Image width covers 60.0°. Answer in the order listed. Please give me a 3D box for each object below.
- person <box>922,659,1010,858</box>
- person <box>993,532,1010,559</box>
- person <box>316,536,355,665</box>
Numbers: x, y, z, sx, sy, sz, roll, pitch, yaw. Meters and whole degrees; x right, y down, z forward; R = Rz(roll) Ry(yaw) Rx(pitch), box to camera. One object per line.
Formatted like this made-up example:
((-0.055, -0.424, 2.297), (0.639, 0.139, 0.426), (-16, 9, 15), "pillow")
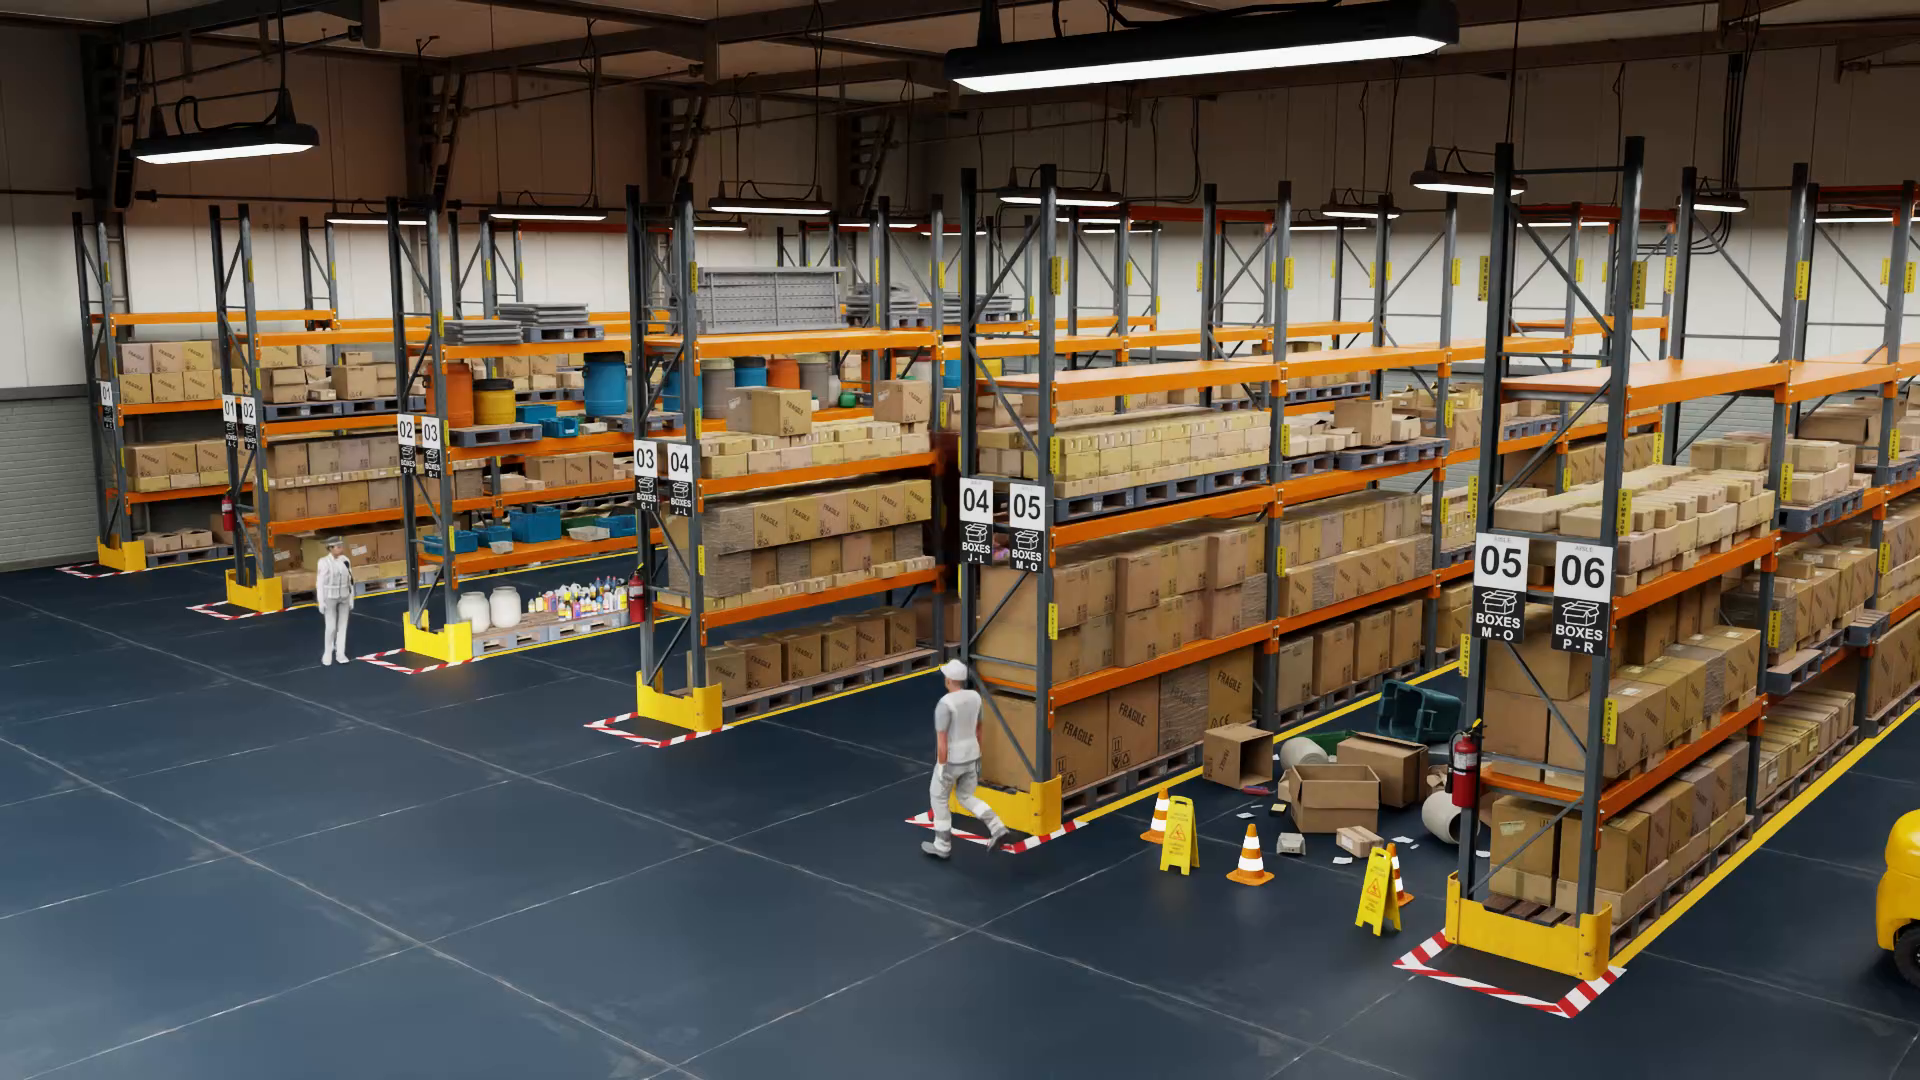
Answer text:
((0.076, 1.920, 14.361), (0.692, 1.771, 0.548), (7, 12, 36), "person")
((0.443, 0.653, 20.735), (0.888, 1.559, 0.432), (-7, 12, -38), "person")
((-8.060, 0.776, 21.504), (0.391, 1.683, 0.509), (9, 13, 43), "person")
